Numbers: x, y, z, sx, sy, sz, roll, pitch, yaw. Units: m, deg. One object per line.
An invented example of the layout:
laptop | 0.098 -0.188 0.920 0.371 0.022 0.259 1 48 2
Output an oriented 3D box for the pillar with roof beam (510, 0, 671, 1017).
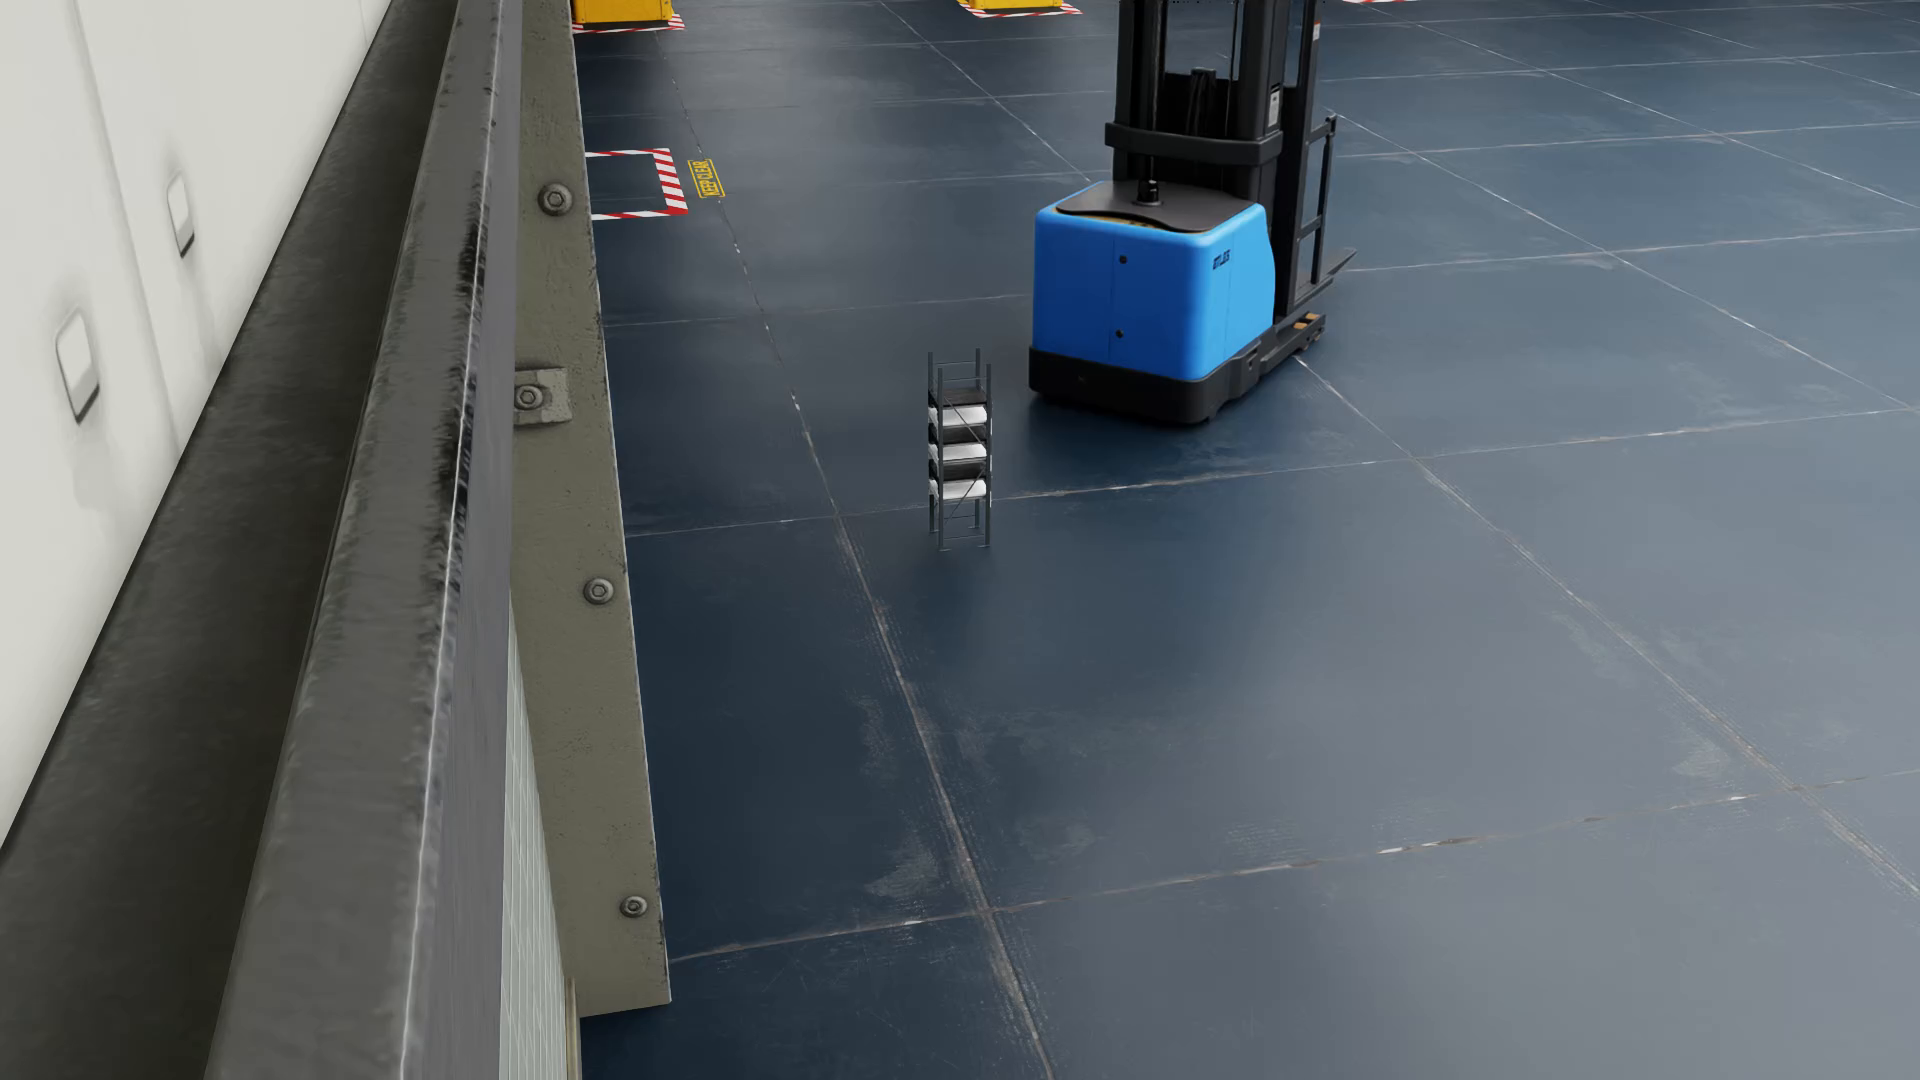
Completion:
pillar with roof beam | 3.132 -3.135 3.975 9.100 9.000 0.400 -6 27 -12

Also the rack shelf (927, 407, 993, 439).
rack shelf | -0.002 -0.536 7.488 0.258 0.077 0.200 -6 27 -12

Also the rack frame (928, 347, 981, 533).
rack frame | -0.025 -0.450 7.643 0.240 0.900 0.006 -6 27 -12

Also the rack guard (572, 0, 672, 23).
rack guard | -4.135 -6.620 20.311 1.175 0.500 0.348 -6 27 -12

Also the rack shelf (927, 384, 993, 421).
rack shelf | -0.002 -0.617 7.448 0.258 0.077 0.200 -6 27 -12

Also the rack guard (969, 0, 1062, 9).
rack guard | 0.713 -7.081 21.224 1.175 0.500 0.348 -6 27 -12

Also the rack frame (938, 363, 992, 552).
rack frame | 0.021 -0.361 7.466 0.240 0.900 0.006 -6 27 -12

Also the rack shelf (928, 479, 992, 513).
rack shelf | -0.002 -0.215 7.650 0.258 0.077 0.200 -6 27 -12

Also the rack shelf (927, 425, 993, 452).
rack shelf | -0.002 -0.456 7.529 0.258 0.077 0.200 -6 27 -12

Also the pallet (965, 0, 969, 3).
pallet | 0.495 -7.294 21.966 1.003 0.211 1.213 -6 27 -12

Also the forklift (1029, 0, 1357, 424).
forklift | 1.578 -2.548 9.546 1.130 2.935 3.031 15 31 28

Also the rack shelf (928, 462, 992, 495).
rack shelf | -0.002 -0.295 7.610 0.258 0.077 0.200 -6 27 -12

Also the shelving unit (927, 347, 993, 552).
shelving unit | -0.002 -0.405 7.554 0.258 0.900 0.210 -6 27 -12

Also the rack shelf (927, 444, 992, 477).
rack shelf | -0.002 -0.376 7.569 0.258 0.077 0.200 -6 27 -12
